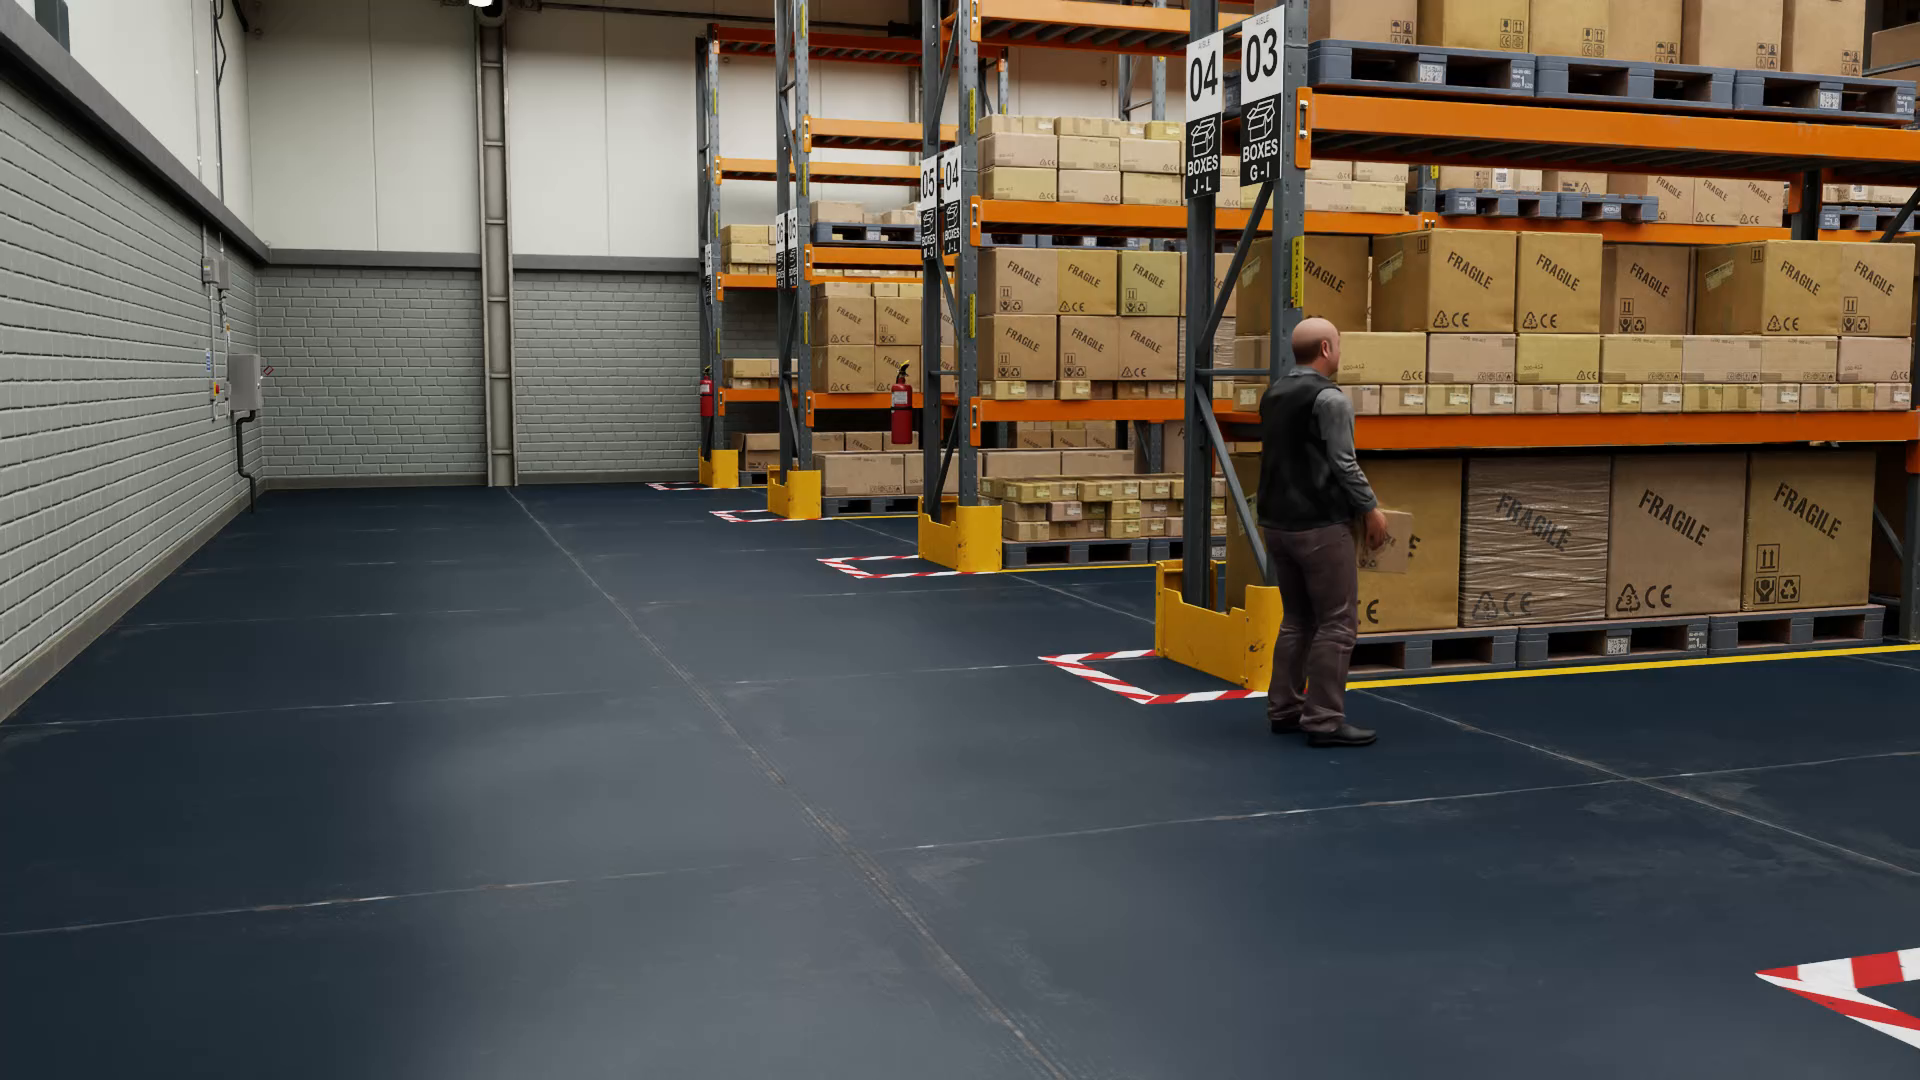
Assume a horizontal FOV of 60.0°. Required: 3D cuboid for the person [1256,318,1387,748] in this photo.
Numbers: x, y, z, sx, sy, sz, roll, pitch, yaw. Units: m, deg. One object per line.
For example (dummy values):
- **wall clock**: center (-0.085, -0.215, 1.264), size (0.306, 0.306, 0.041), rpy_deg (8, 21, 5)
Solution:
- **person**: center (1.472, -0.043, 6.845), size (0.482, 1.728, 0.544), rpy_deg (-2, 6, -20)
